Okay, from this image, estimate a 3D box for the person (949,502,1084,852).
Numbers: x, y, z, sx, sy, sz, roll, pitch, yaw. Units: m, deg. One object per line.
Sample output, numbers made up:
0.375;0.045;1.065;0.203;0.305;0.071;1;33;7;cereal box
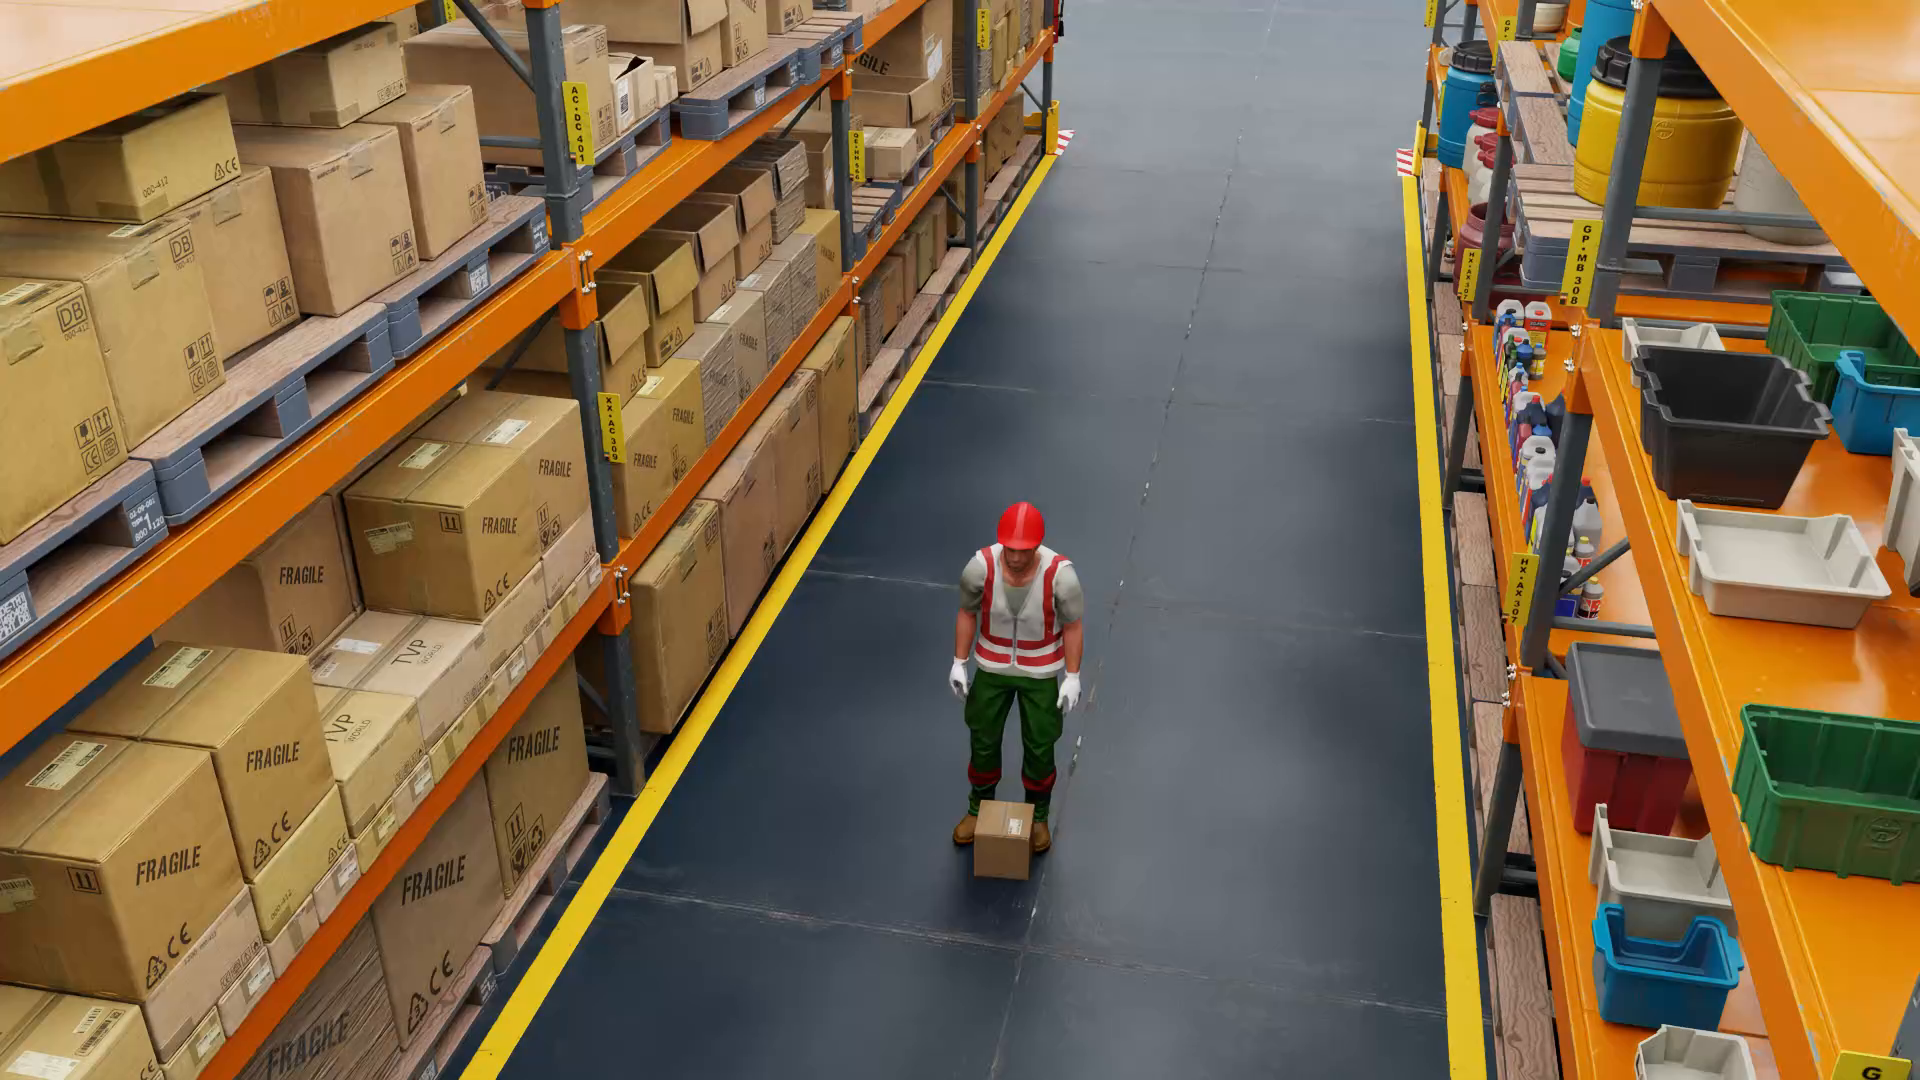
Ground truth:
0.253;0.606;7.493;0.607;1.780;0.450;6;29;11;person
